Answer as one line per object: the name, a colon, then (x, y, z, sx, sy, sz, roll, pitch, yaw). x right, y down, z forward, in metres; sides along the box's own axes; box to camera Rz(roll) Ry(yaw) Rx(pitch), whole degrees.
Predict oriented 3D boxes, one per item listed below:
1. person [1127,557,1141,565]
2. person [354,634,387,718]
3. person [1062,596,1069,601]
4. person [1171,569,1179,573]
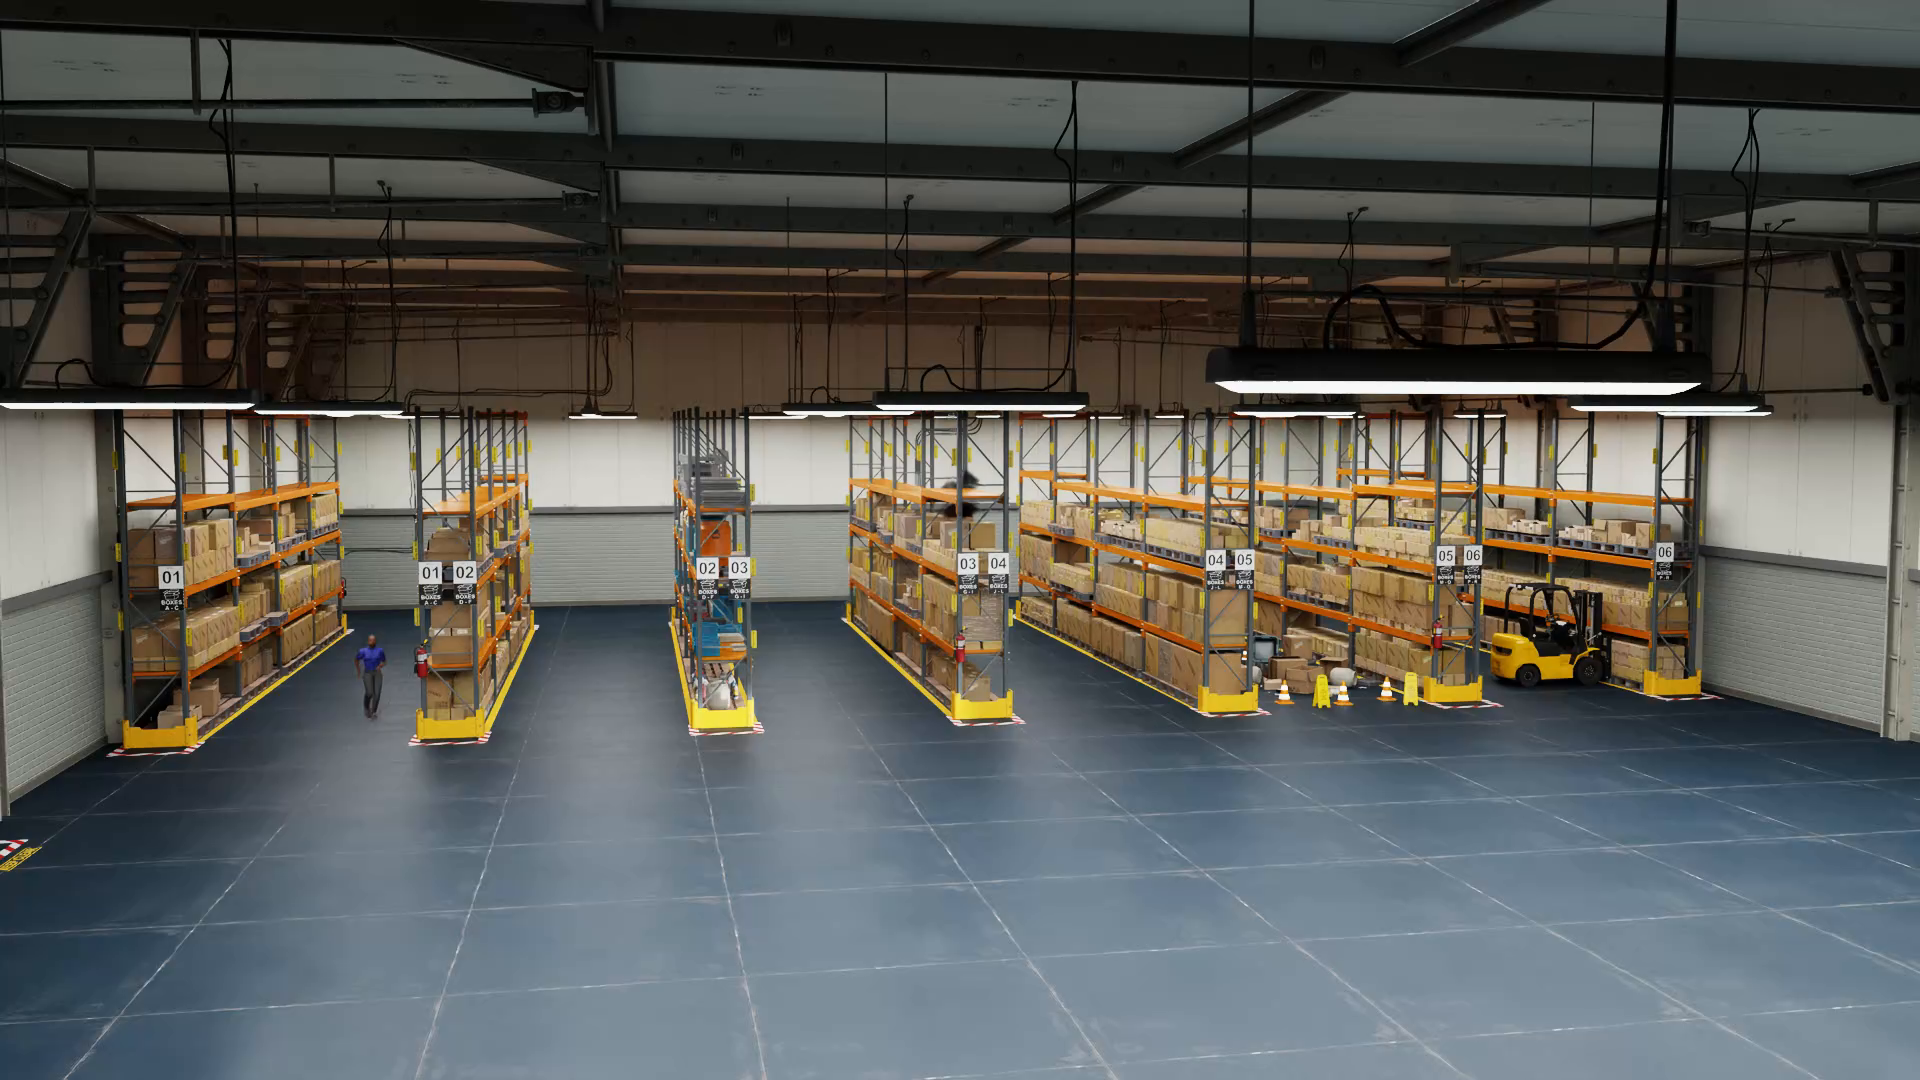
person: (5.184, 1.229, 50.557, 0.972, 1.765, 0.699, -2, 4, -23)
person: (-11.293, 2.634, 31.949, 0.552, 1.607, 0.628, -2, 5, -31)
person: (2.998, 1.375, 49.676, 0.665, 1.699, 0.652, 3, 5, 40)
person: (6.597, 1.281, 50.826, 0.809, 1.684, 0.628, 0, 4, 4)
